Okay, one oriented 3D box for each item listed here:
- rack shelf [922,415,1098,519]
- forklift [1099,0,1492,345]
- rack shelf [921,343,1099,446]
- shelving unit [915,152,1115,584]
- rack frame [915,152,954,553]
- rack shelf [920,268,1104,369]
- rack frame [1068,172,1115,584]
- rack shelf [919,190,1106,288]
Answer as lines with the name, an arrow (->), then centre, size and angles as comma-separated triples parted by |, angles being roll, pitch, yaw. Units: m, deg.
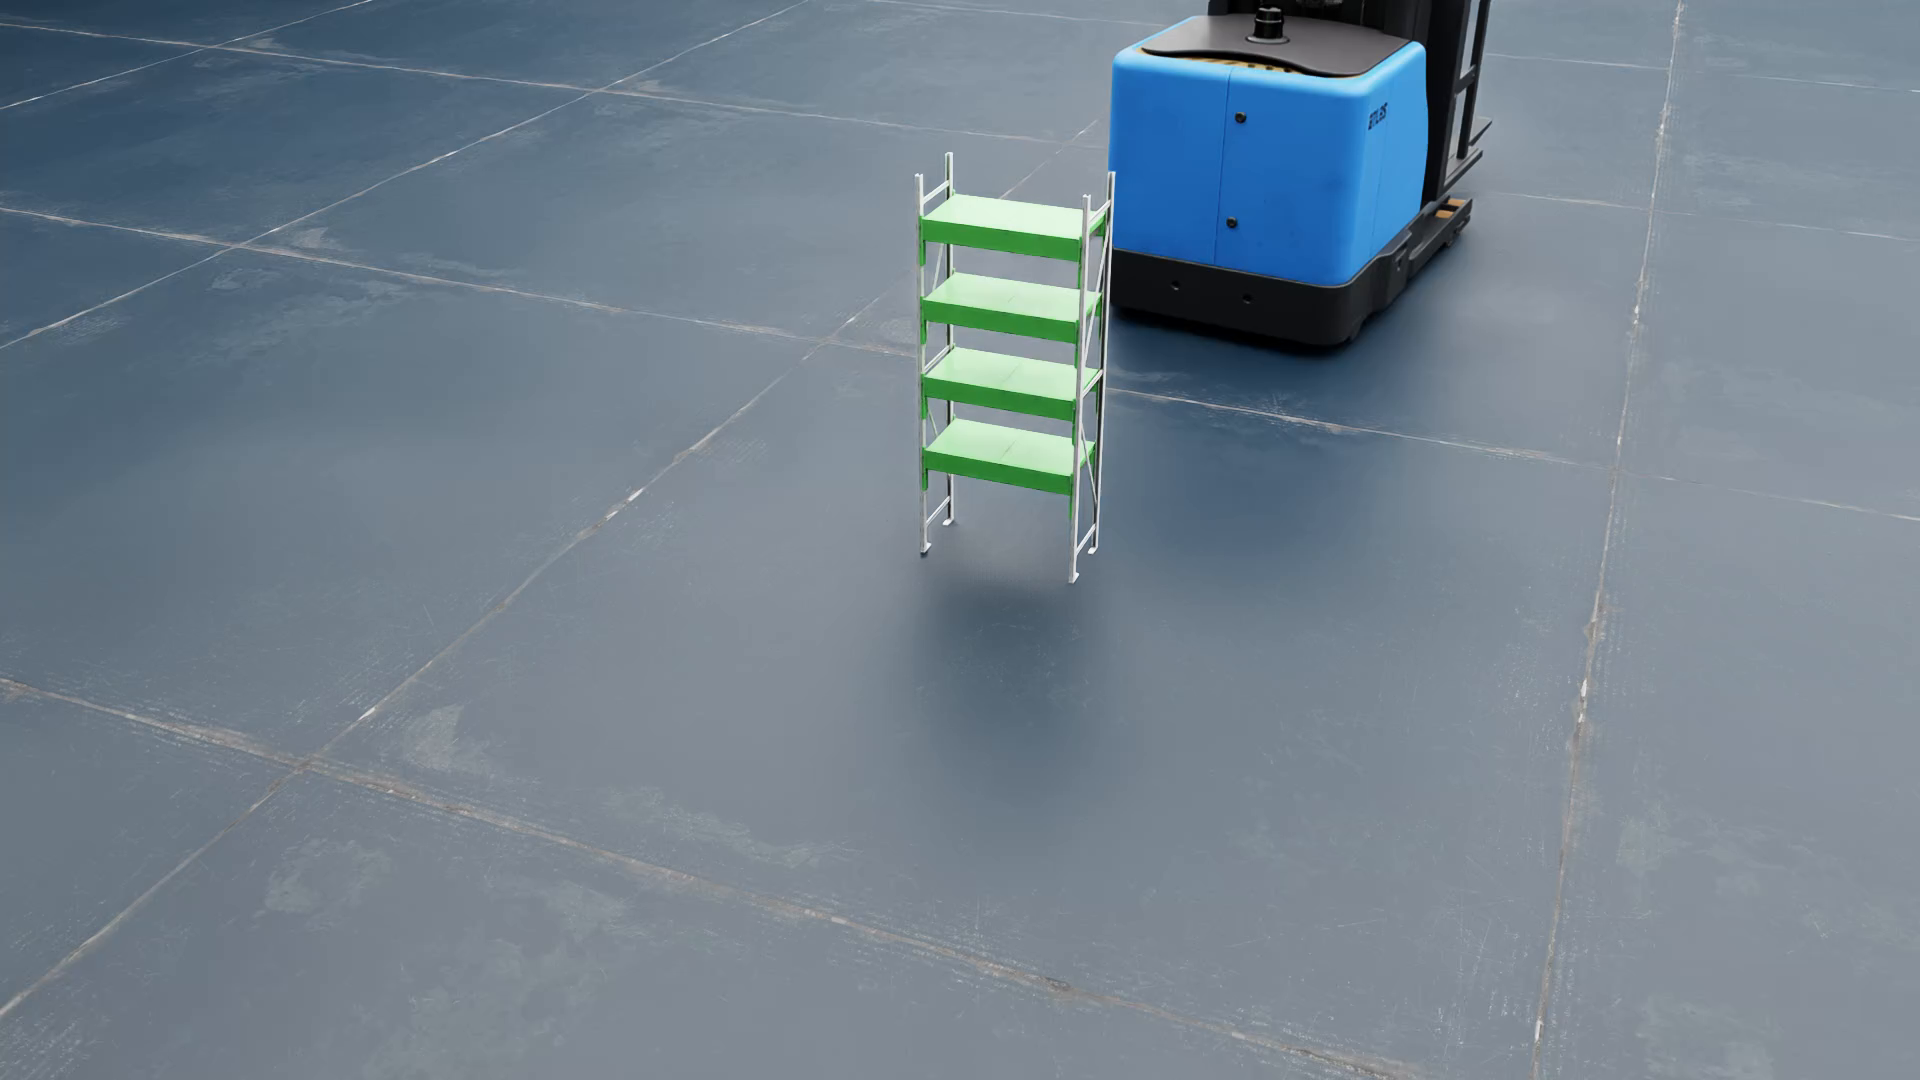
rack shelf -> 0.153, -0.227, 5.050 | 0.480, 0.148, 0.258 | 11, 31, 19
forklift -> 1.739, -2.721, 7.086 | 1.130, 2.935, 3.031 | 16, 33, 25
rack shelf -> 0.153, -0.436, 4.932 | 0.480, 0.148, 0.258 | 11, 31, 19
shelving unit -> 0.153, -0.492, 4.901 | 0.503, 1.200, 0.258 | 11, 31, 19
rack frame -> -0.073, -0.537, 4.980 | 0.015, 1.200, 0.240 | 11, 31, 19
rack shelf -> 0.153, -0.645, 4.814 | 0.480, 0.148, 0.258 | 11, 31, 19
rack frame -> 0.379, -0.447, 4.821 | 0.015, 1.200, 0.240 | 11, 31, 19
rack shelf -> 0.153, -0.854, 4.696 | 0.480, 0.148, 0.258 | 11, 31, 19
